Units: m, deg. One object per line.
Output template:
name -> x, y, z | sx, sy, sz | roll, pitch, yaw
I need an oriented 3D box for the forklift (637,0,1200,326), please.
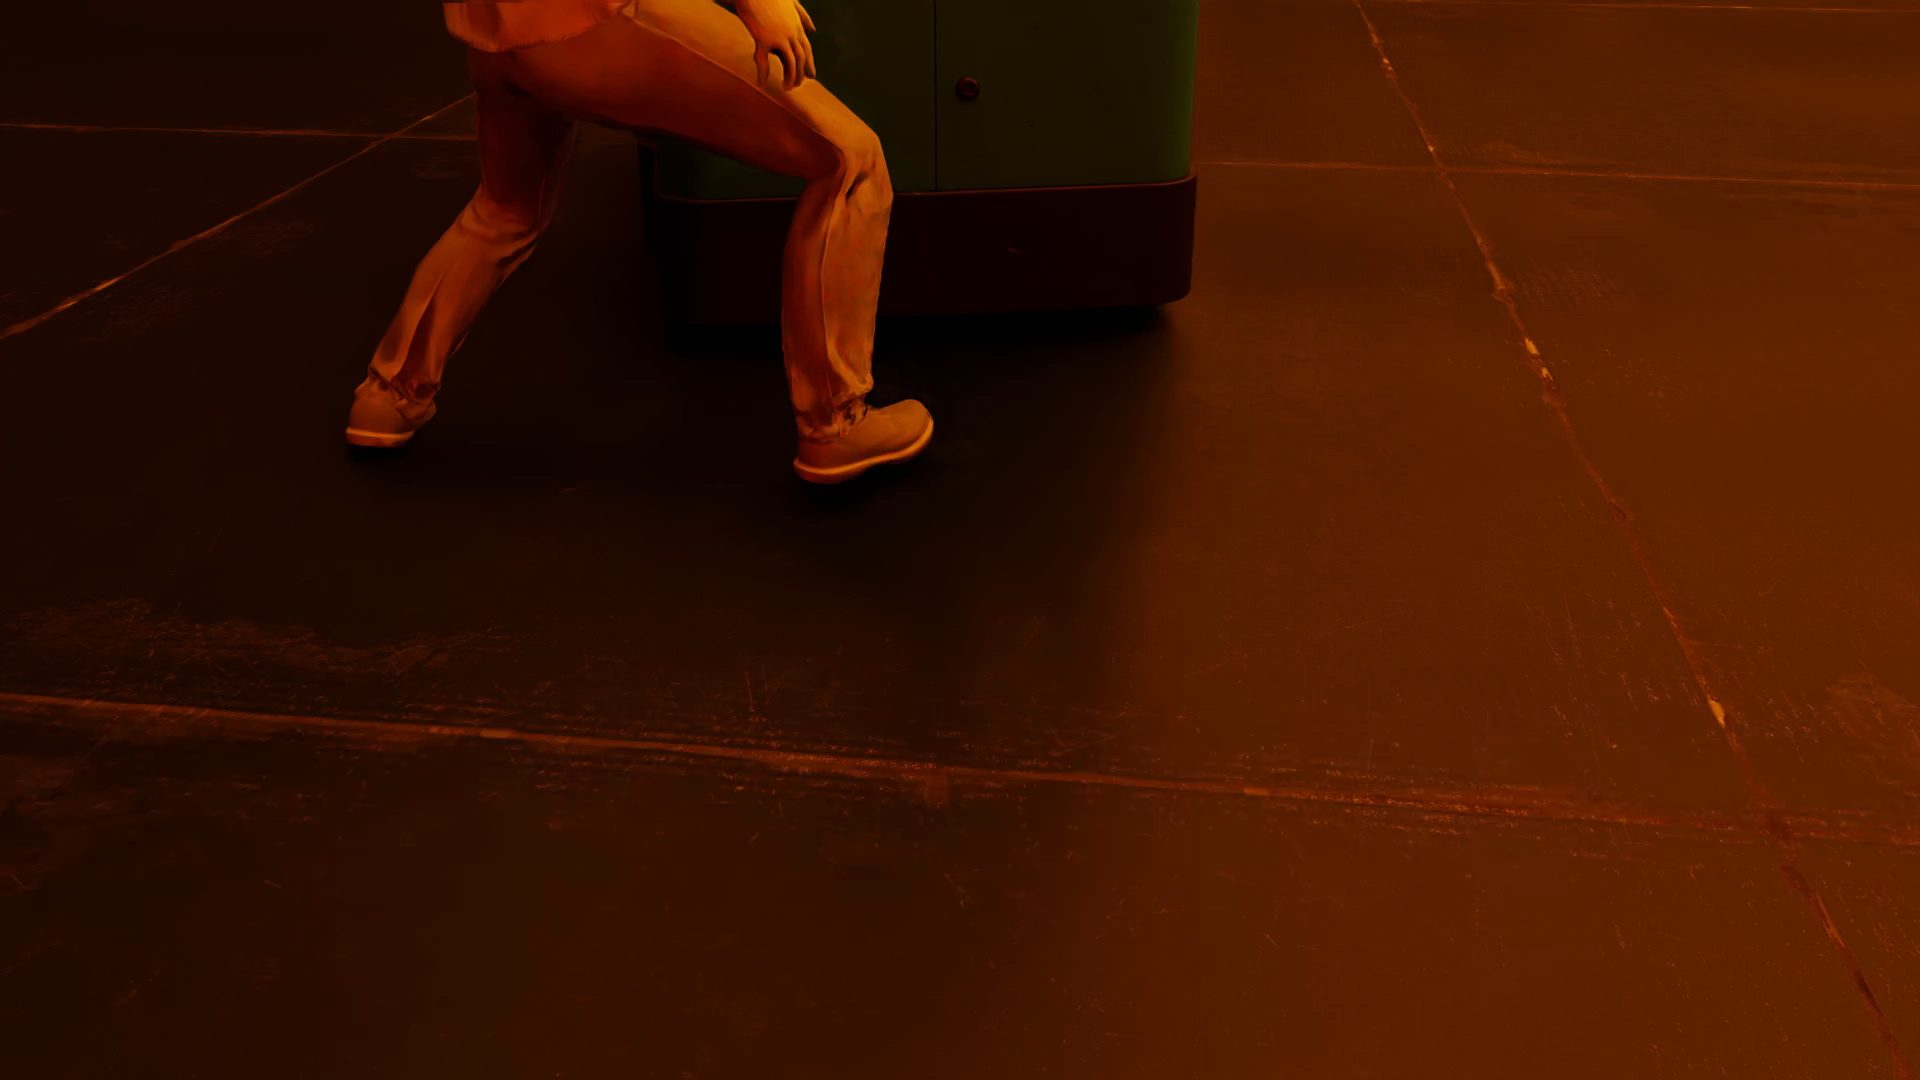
forklift -> -0.262, -2.348, 3.924 | 1.130, 2.935, 3.031 | -4, 27, -7

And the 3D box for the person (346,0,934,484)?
person -> -0.572, -0.818, 2.499 | 0.775, 1.539, 0.899 | -18, 32, -32
